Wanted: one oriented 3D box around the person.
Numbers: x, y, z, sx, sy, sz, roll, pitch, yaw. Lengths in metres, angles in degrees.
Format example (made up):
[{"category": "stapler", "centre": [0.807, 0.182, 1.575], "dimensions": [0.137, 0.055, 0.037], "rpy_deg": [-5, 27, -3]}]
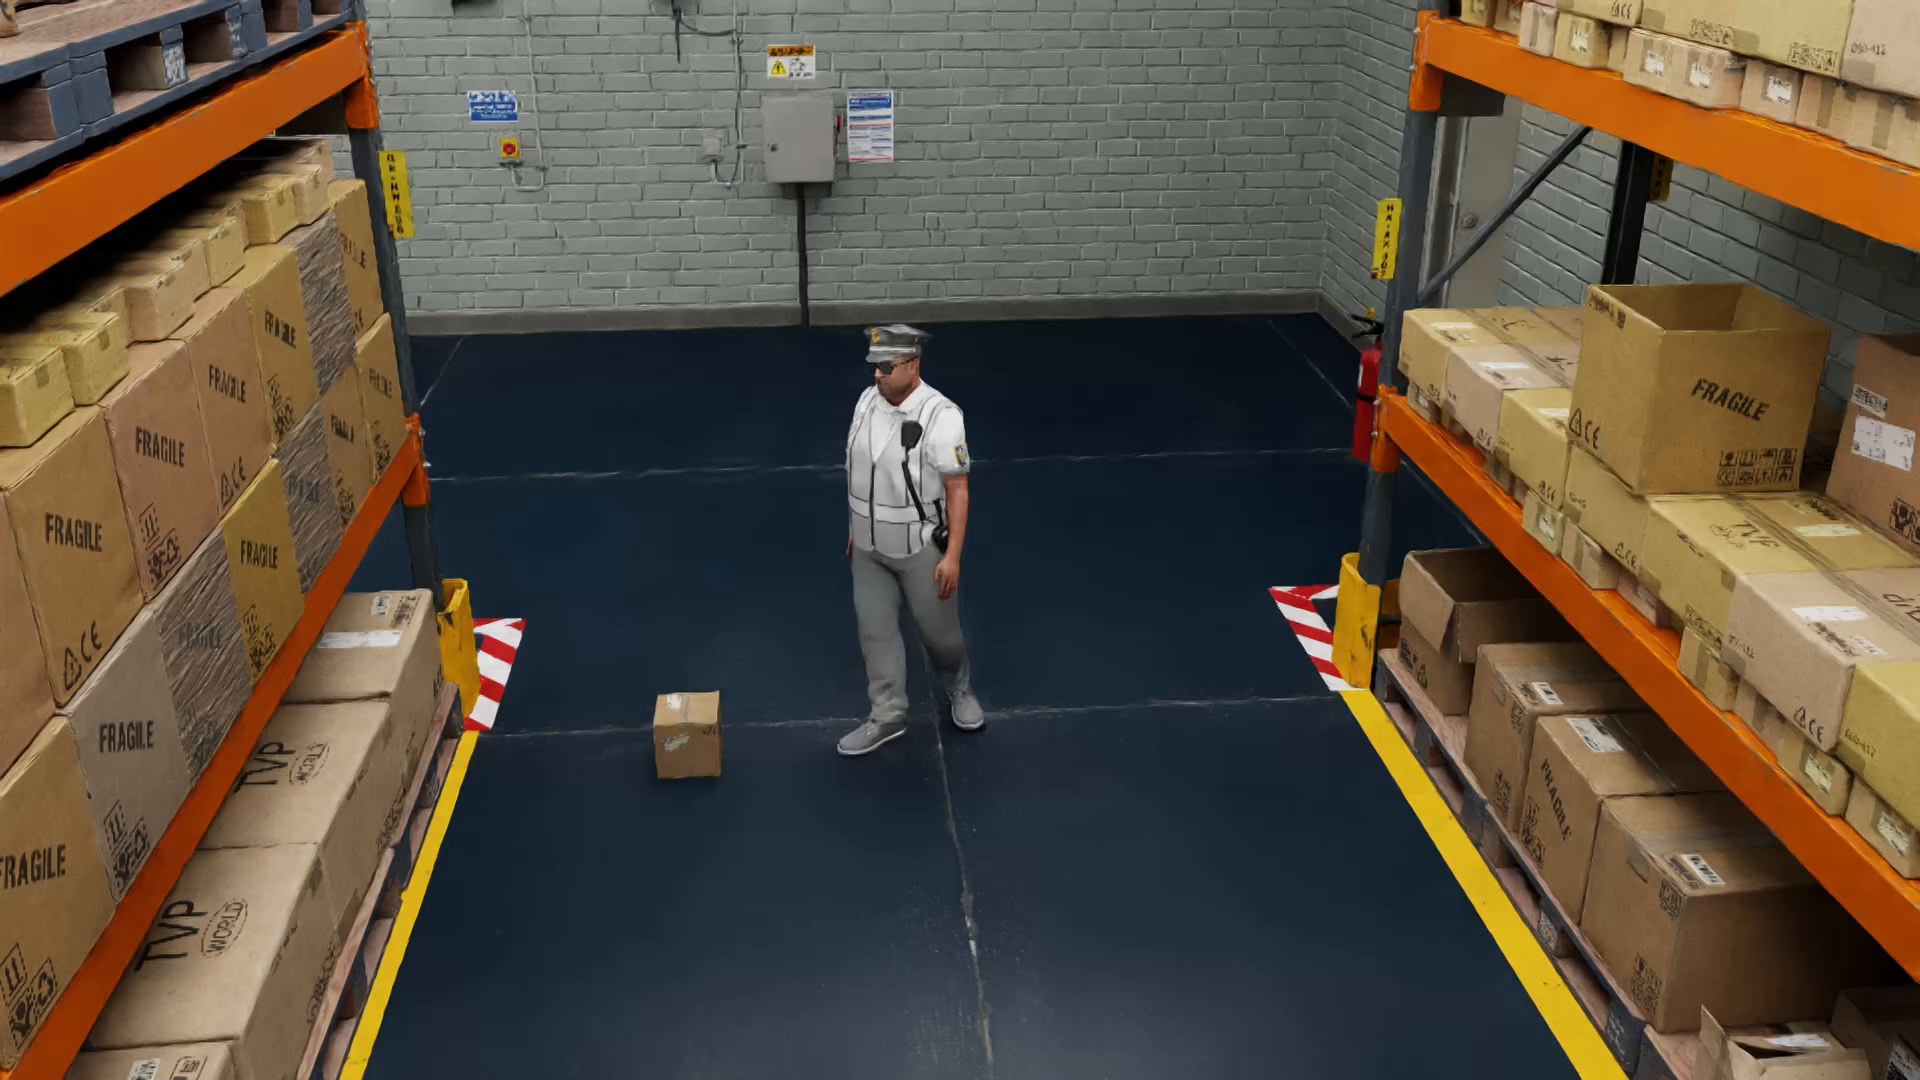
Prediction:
[{"category": "person", "centre": [-0.212, -0.012, 6.605], "dimensions": [0.602, 1.757, 0.662], "rpy_deg": [14, 27, 29]}]
